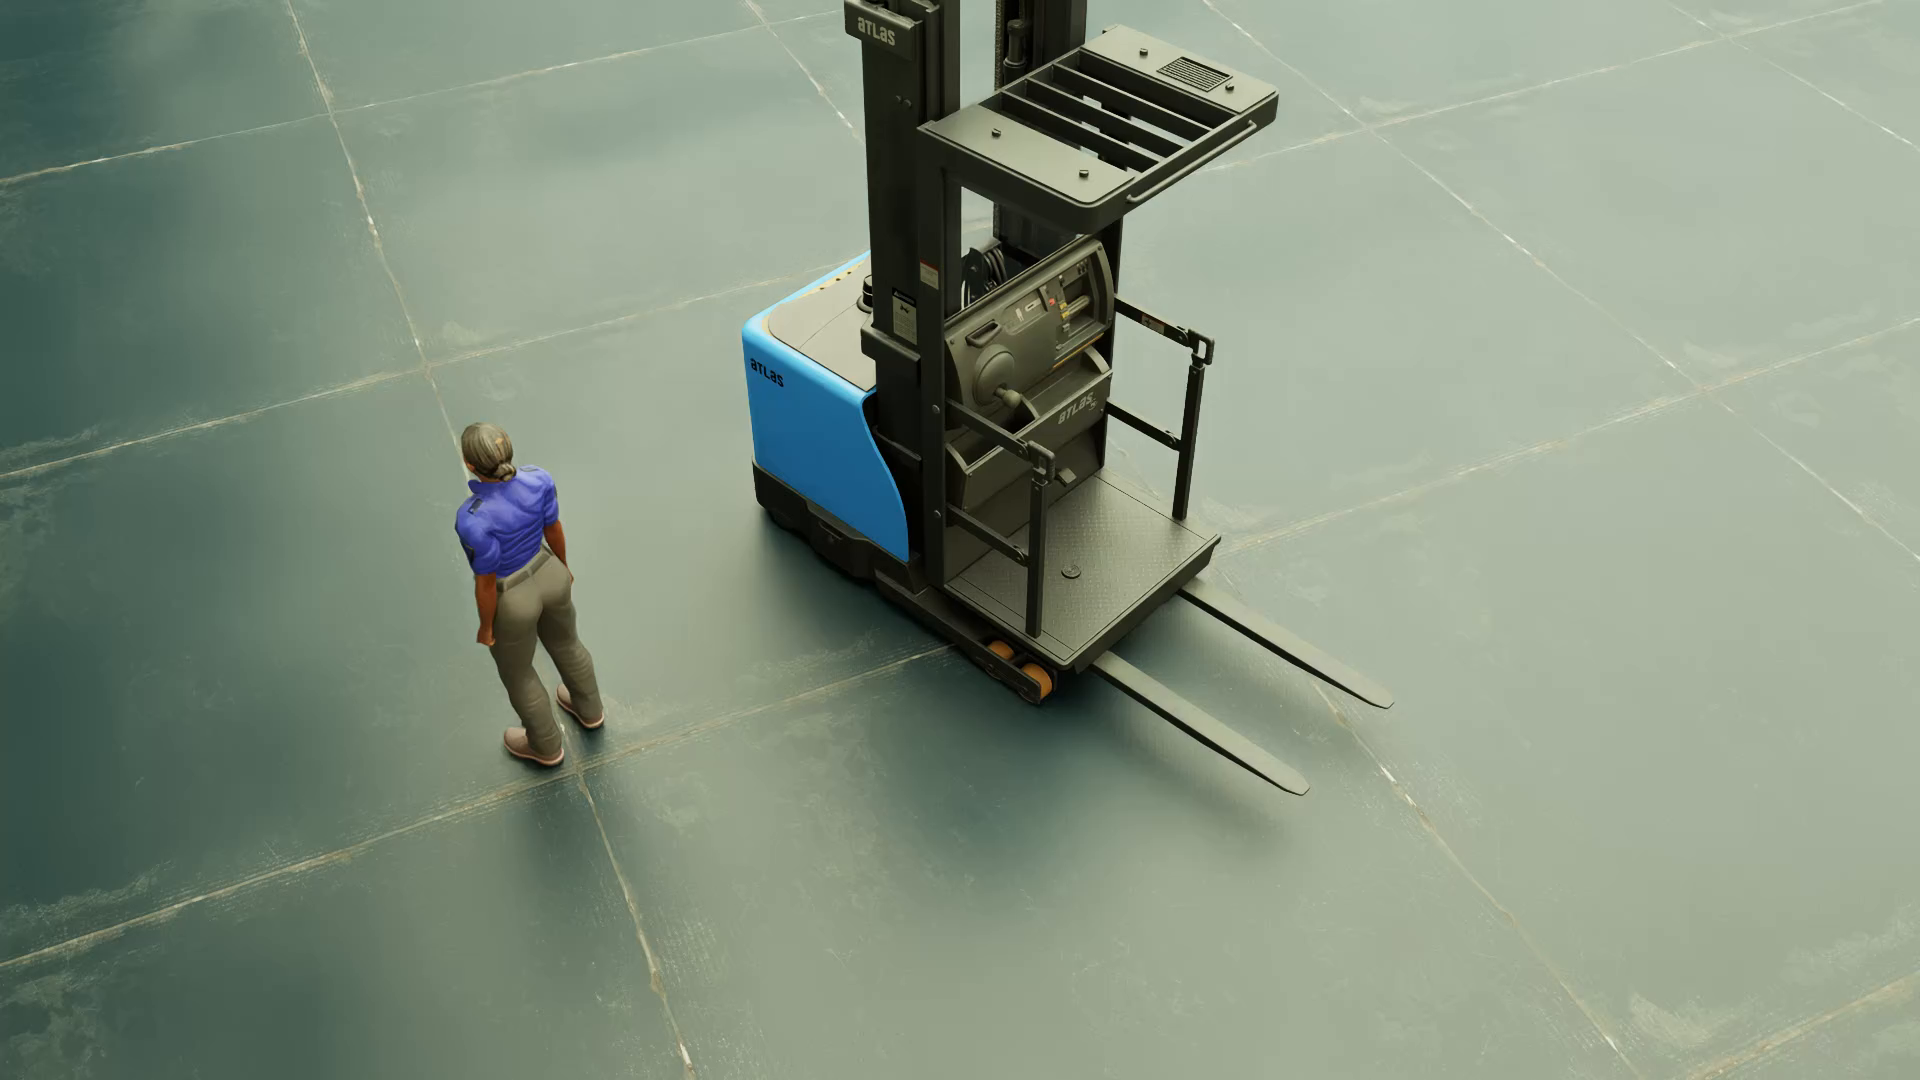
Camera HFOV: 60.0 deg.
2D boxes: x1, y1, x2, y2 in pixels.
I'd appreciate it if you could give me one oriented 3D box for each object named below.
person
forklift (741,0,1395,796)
[{"bbox_3d":[-1.691,0.203,6.397,0.315,1.661,0.465,26,49,25],"label":"person"},{"bbox_3d":[0.445,-0.788,6.525,3.031,2.935,1.130,32,52,30],"label":"forklift"}]
